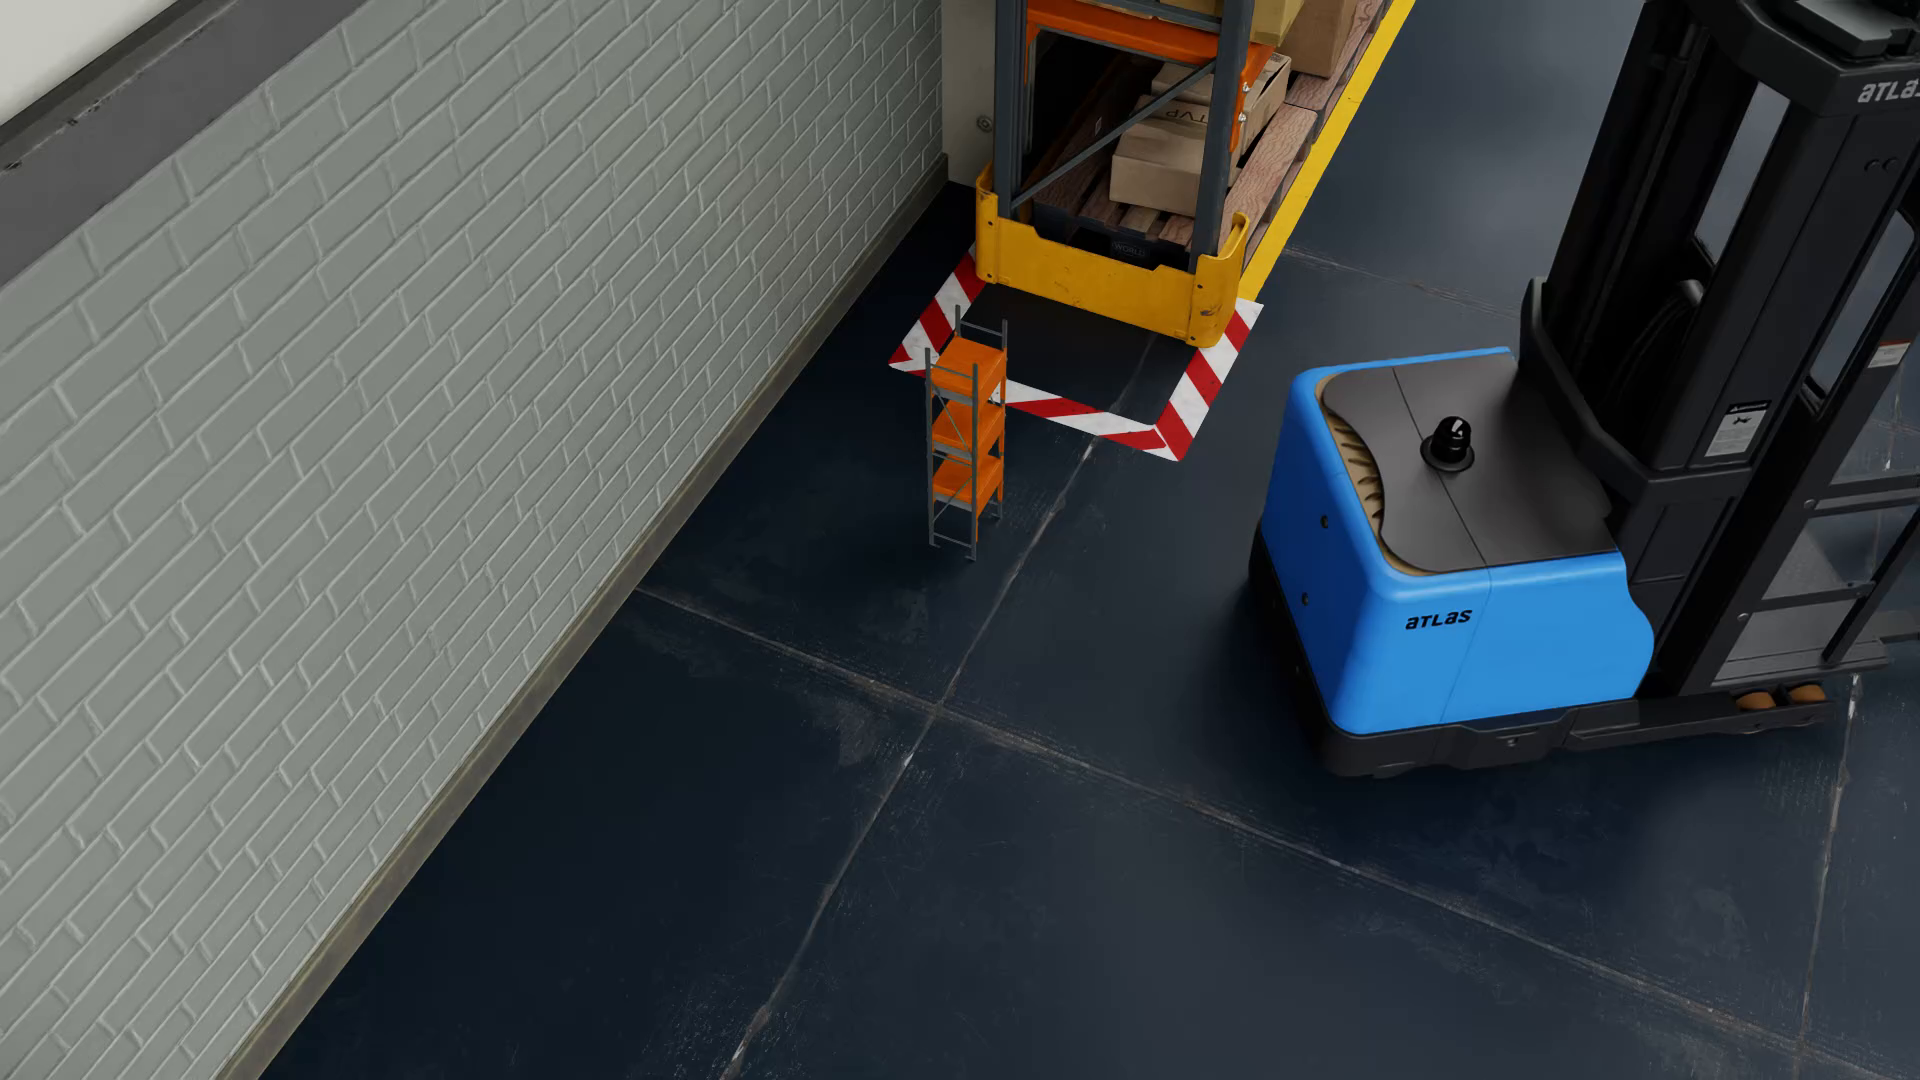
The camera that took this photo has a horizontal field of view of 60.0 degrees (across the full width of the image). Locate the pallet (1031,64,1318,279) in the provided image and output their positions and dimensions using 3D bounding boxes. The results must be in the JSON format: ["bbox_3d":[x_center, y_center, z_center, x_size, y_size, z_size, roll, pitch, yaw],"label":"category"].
[{"bbox_3d":[1.028,-1.748,7.914,1.003,0.211,1.213,20,52,16],"label":"pallet"}]

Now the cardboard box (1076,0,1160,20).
[{"bbox_3d":[0.641,-2.394,6.718,0.500,0.250,0.500,20,53,17],"label":"cardboard box"}]

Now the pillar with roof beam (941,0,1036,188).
[{"bbox_3d":[4.026,-3.358,3.514,9.100,9.000,0.400,20,52,16],"label":"pillar with roof beam"}]

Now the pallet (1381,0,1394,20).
[{"bbox_3d":[2.070,-3.428,9.343,1.003,0.211,1.213,20,52,16],"label":"pallet"}]

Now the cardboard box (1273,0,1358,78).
[{"bbox_3d":[1.596,-2.712,8.256,0.700,0.500,0.500,17,52,14],"label":"cardboard box"}]

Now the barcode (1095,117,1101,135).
[{"bbox_3d":[0.640,-1.915,7.696,0.001,0.075,0.075,20,52,16],"label":"barcode"}]

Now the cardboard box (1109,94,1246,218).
[{"bbox_3d":[0.994,-1.770,7.578,0.500,0.311,0.500,14,51,12],"label":"cardboard box"}]

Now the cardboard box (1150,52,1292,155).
[{"bbox_3d":[1.237,-2.162,7.912,0.500,0.311,0.500,24,54,19],"label":"cardboard box"}]

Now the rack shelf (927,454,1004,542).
[{"bbox_3d":[0.023,-0.190,6.416,0.215,0.259,0.240,20,52,16],"label":"rack shelf"}]

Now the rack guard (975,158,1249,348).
[{"bbox_3d":[0.649,-1.293,7.337,1.175,0.500,0.348,20,52,16],"label":"rack guard"}]

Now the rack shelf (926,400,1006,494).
[{"bbox_3d":[0.023,-0.370,6.205,0.215,0.259,0.240,20,52,16],"label":"rack shelf"}]

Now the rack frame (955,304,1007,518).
[{"bbox_3d":[0.075,-0.461,6.268,0.200,1.050,0.008,20,52,16],"label":"rack frame"}]

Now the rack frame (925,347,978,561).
[{"bbox_3d":[-0.029,-0.293,6.125,0.200,1.050,0.008,20,52,16],"label":"rack frame"}]

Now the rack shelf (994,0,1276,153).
[{"bbox_3d":[1.471,-3.195,7.787,1.077,0.370,4.000,20,52,16],"label":"rack shelf"}]

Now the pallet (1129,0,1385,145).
[{"bbox_3d":[1.551,-2.585,8.626,1.003,0.211,1.213,20,52,16],"label":"pallet"}]

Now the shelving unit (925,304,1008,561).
[{"bbox_3d":[0.023,-0.377,6.197,0.215,1.050,0.252,20,52,16],"label":"shelving unit"}]

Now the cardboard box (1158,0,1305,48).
[{"bbox_3d":[1.112,-2.242,6.588,0.500,0.250,0.500,18,52,15],"label":"cardboard box"}]

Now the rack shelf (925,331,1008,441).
[{"bbox_3d":[0.023,-0.554,5.989,0.215,0.259,0.240,20,52,16],"label":"rack shelf"}]

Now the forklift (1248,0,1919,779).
[{"bbox_3d":[2.669,-0.648,5.192,3.031,2.935,1.130,-7,50,-6],"label":"forklift"}]

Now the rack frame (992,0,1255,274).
[{"bbox_3d":[0.617,-2.051,6.341,1.000,3.000,0.127,20,52,16],"label":"rack frame"}]
